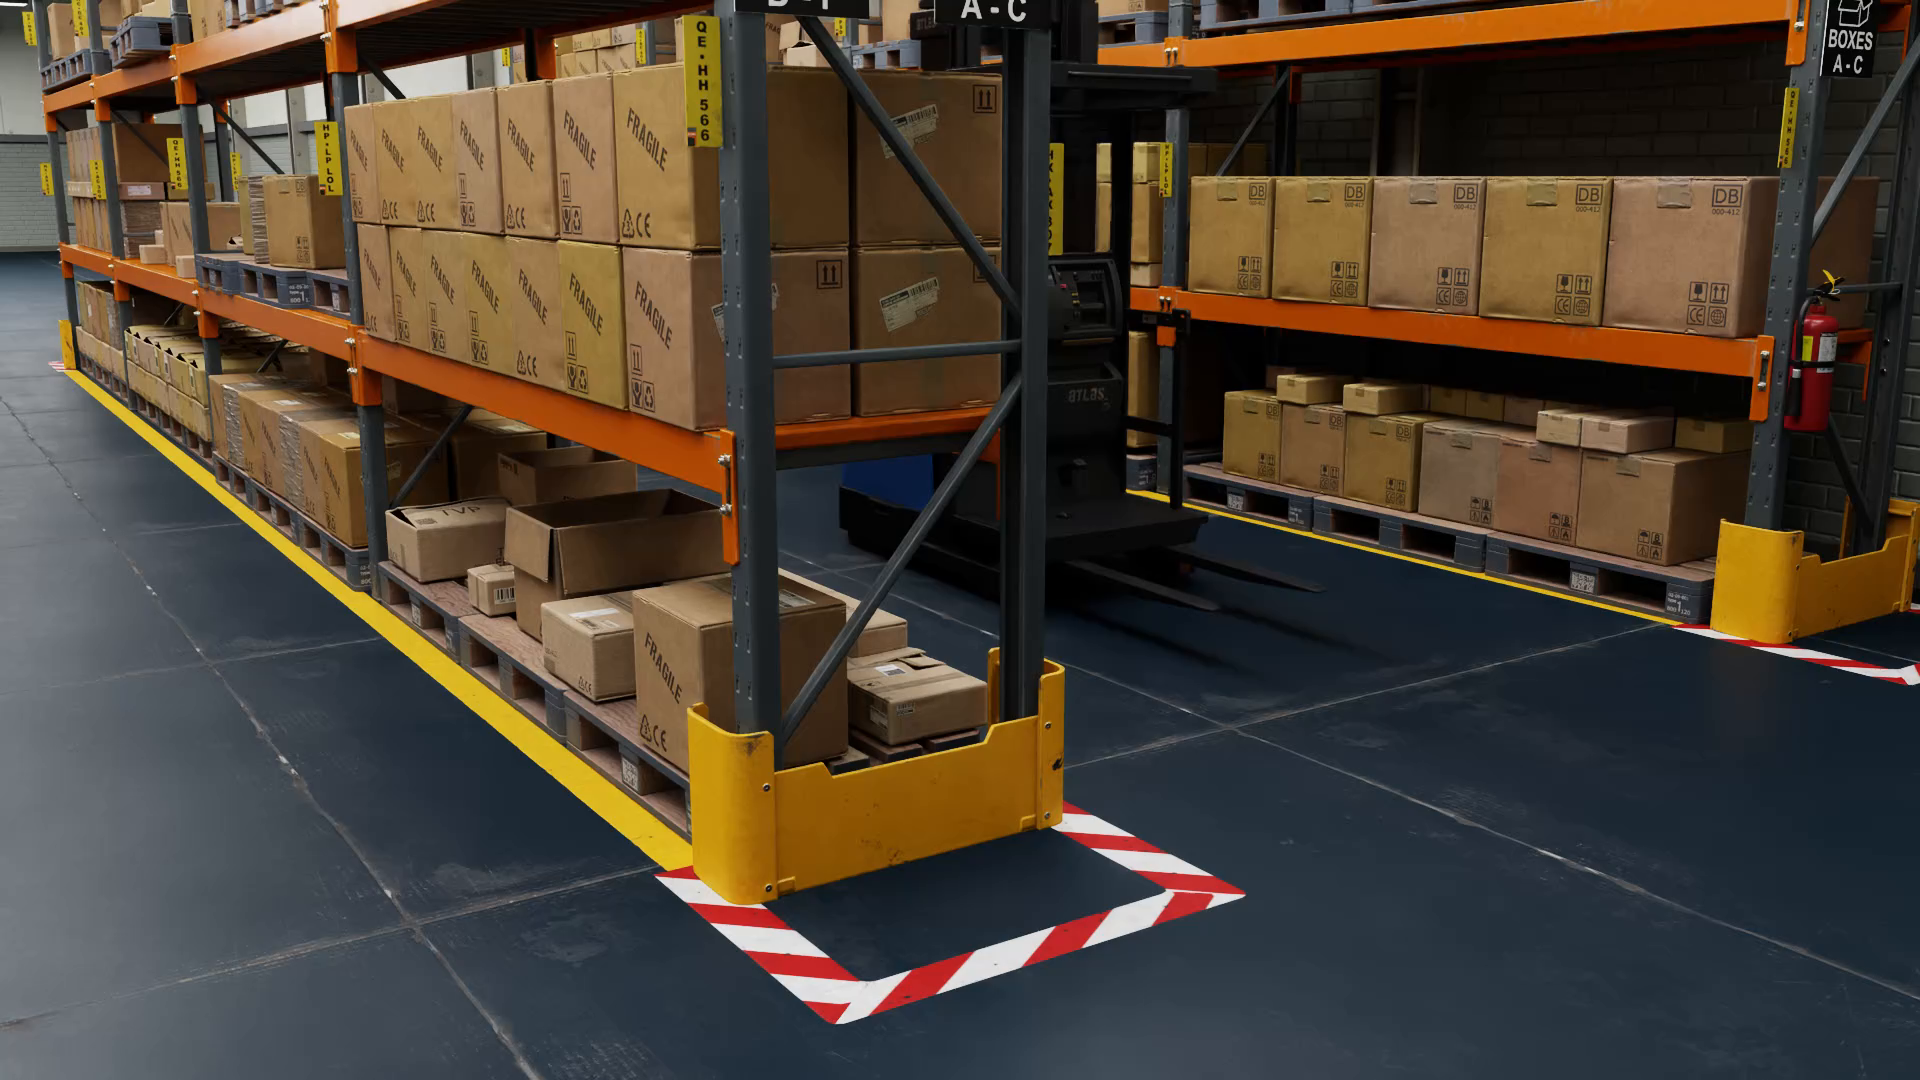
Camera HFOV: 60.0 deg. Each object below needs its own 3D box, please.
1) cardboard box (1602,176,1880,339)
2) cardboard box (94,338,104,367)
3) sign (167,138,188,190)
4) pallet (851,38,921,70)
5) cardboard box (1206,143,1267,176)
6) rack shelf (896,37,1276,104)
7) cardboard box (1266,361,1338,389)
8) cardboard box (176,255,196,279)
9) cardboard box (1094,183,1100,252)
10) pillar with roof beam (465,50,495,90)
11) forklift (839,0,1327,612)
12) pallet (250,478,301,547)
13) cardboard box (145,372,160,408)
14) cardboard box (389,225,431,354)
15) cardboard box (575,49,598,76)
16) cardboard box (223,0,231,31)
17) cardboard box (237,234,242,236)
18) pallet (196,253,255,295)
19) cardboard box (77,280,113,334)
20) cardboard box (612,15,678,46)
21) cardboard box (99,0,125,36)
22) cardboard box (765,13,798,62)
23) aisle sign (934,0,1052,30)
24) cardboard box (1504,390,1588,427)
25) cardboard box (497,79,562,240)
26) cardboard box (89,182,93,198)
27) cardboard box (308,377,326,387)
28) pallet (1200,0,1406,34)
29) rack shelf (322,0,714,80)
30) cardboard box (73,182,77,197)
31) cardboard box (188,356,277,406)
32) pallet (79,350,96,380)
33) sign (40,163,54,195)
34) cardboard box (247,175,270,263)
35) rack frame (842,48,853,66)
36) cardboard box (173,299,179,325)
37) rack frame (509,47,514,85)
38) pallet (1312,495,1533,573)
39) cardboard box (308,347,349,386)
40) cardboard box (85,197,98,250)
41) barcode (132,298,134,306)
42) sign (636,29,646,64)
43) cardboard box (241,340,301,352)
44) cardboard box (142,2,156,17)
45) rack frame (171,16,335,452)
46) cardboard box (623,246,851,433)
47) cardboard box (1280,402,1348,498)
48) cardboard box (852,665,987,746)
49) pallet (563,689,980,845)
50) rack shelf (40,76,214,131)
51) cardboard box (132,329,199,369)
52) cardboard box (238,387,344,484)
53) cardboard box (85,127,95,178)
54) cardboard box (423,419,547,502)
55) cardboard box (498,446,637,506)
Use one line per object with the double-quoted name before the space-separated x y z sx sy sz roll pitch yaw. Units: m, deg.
"cardboard box" 3.643 -1.343 7.779 0.980 0.700 0.700 -7 14 -30
"cardboard box" -8.111 -1.839 16.201 0.500 0.250 0.500 -8 15 -33
"sign" -5.080 -2.442 10.797 0.100 0.325 0.005 -8 15 -33
"pallet" -0.097 -3.794 13.113 1.213 0.211 1.003 -7 14 -30
"cardboard box" 1.680 -2.501 11.045 0.500 0.250 0.500 -8 14 -31
"rack shelf" 0.610 -3.288 12.038 1.077 0.370 4.000 -8 15 -33
"cardboard box" 2.132 -1.023 10.369 0.380 0.149 0.250 -8 15 -33
"cardboard box" -5.348 -1.947 11.832 0.380 0.149 0.250 -8 15 -33
"cardboard box" 0.962 -2.164 11.259 0.500 0.500 0.500 -8 15 -32
"pillar with roof beam" -10.731 -7.419 22.221 9.100 9.000 0.400 -8 15 -33
"forklift" 0.530 -1.231 8.128 1.130 2.935 3.031 -8 14 -31
"pallet" -3.566 -0.226 9.902 1.003 0.211 1.213 -8 15 -33
"cardboard box" -6.247 -1.232 13.427 0.500 0.250 0.500 -9 15 -34
"cardboard box" -2.062 -1.066 6.983 0.500 0.500 0.500 -8 15 -32
"cardboard box" -3.808 -5.011 17.953 0.500 0.500 0.500 -9 15 -35
"cardboard box" -3.779 -3.200 9.718 0.910 0.500 0.500 -8 15 -33
"cardboard box" -4.954 -2.081 12.065 0.500 0.311 0.500 -8 15 -33
"pallet" -4.186 -1.737 10.731 1.213 0.211 1.003 -8 15 -33
"cardboard box" -8.662 -2.383 16.936 0.500 0.500 0.500 -8 15 -33
"cardboard box" -3.218 -5.310 16.981 0.500 0.500 0.500 -10 16 -38
"cardboard box" -7.644 -4.751 15.493 0.797 0.503 0.637 -6 14 -27
"cardboard box" -1.795 -4.634 15.294 0.500 0.500 0.500 -9 15 -35
"aisle sign" 0.095 -1.812 4.543 0.394 0.787 0.004 -8 15 -33
"cardboard box" 3.138 -0.701 8.898 0.380 0.149 0.250 -8 15 -32
"cardboard box" -1.235 -1.285 5.642 0.500 0.500 0.500 -8 14 -31
"cardboard box" -8.017 -3.316 15.750 0.380 0.149 0.250 -8 14 -31
"cardboard box" -3.906 -0.798 10.810 0.500 0.500 0.500 -7 14 -31
"pallet" 2.163 -3.093 9.673 1.003 0.211 1.213 -8 15 -33
"rack shelf" -1.296 -1.989 6.100 1.077 0.370 4.000 -8 15 -33
"cardboard box" -8.729 -3.545 16.797 0.380 0.149 0.250 -8 15 -33
"cardboard box" -5.115 -1.142 11.705 0.500 0.311 0.500 -8 14 -31
"pallet" -8.594 -1.872 17.428 1.003 0.211 1.213 -8 15 -33
"sign" -9.518 -3.762 17.333 0.100 0.325 0.005 -8 15 -33
"cardboard box" -3.829 -1.913 9.870 0.700 0.500 0.500 -5 13 -22
"rack frame" -0.498 -2.530 13.908 1.000 3.000 0.127 -8 15 -33
"cardboard box" -7.116 -2.090 15.594 0.500 0.500 0.500 -8 15 -33
"rack frame" -4.930 -6.883 19.773 1.000 3.000 0.127 -8 15 -33
"pallet" 2.754 -0.094 9.299 1.003 0.211 1.213 -8 15 -33
"cardboard box" -3.872 -1.155 10.686 0.500 0.250 0.500 -7 14 -31
"cardboard box" -8.239 -3.148 16.501 0.700 0.500 0.500 -8 15 -32
"barcode" -7.041 -2.022 14.161 0.001 0.075 0.075 -8 15 -33
"sign" -3.162 -4.893 16.485 0.100 0.325 0.005 -8 15 -33
"cardboard box" -5.244 -1.390 12.836 0.500 0.311 0.500 -9 15 -34
"cardboard box" -5.828 -3.904 12.539 0.500 0.250 0.500 -10 16 -38
"rack frame" -4.620 -1.943 11.223 1.000 3.000 0.127 -8 15 -33
"cardboard box" -0.662 -0.616 4.924 0.500 0.500 0.500 -8 14 -31
"cardboard box" 2.323 -0.567 9.803 0.700 0.500 0.500 -8 15 -33
"cardboard box" -0.133 0.543 5.501 0.380 0.149 0.250 -8 15 -33
"pallet" -0.672 0.687 5.725 1.003 0.211 1.213 -8 15 -33
"rack shelf" -7.944 -4.124 15.859 1.077 0.370 4.000 -8 15 -33
"cardboard box" -6.542 -1.597 13.785 0.500 0.311 0.500 -8 15 -33
"cardboard box" -4.037 -0.639 10.085 0.500 0.500 0.500 -8 15 -34
"cardboard box" -7.921 -3.683 15.909 0.700 0.500 0.500 -8 15 -33
"cardboard box" -2.469 -0.340 8.716 0.500 0.500 0.500 -9 15 -35
"cardboard box" -1.852 -0.157 7.881 0.500 0.500 0.500 -8 15 -33
